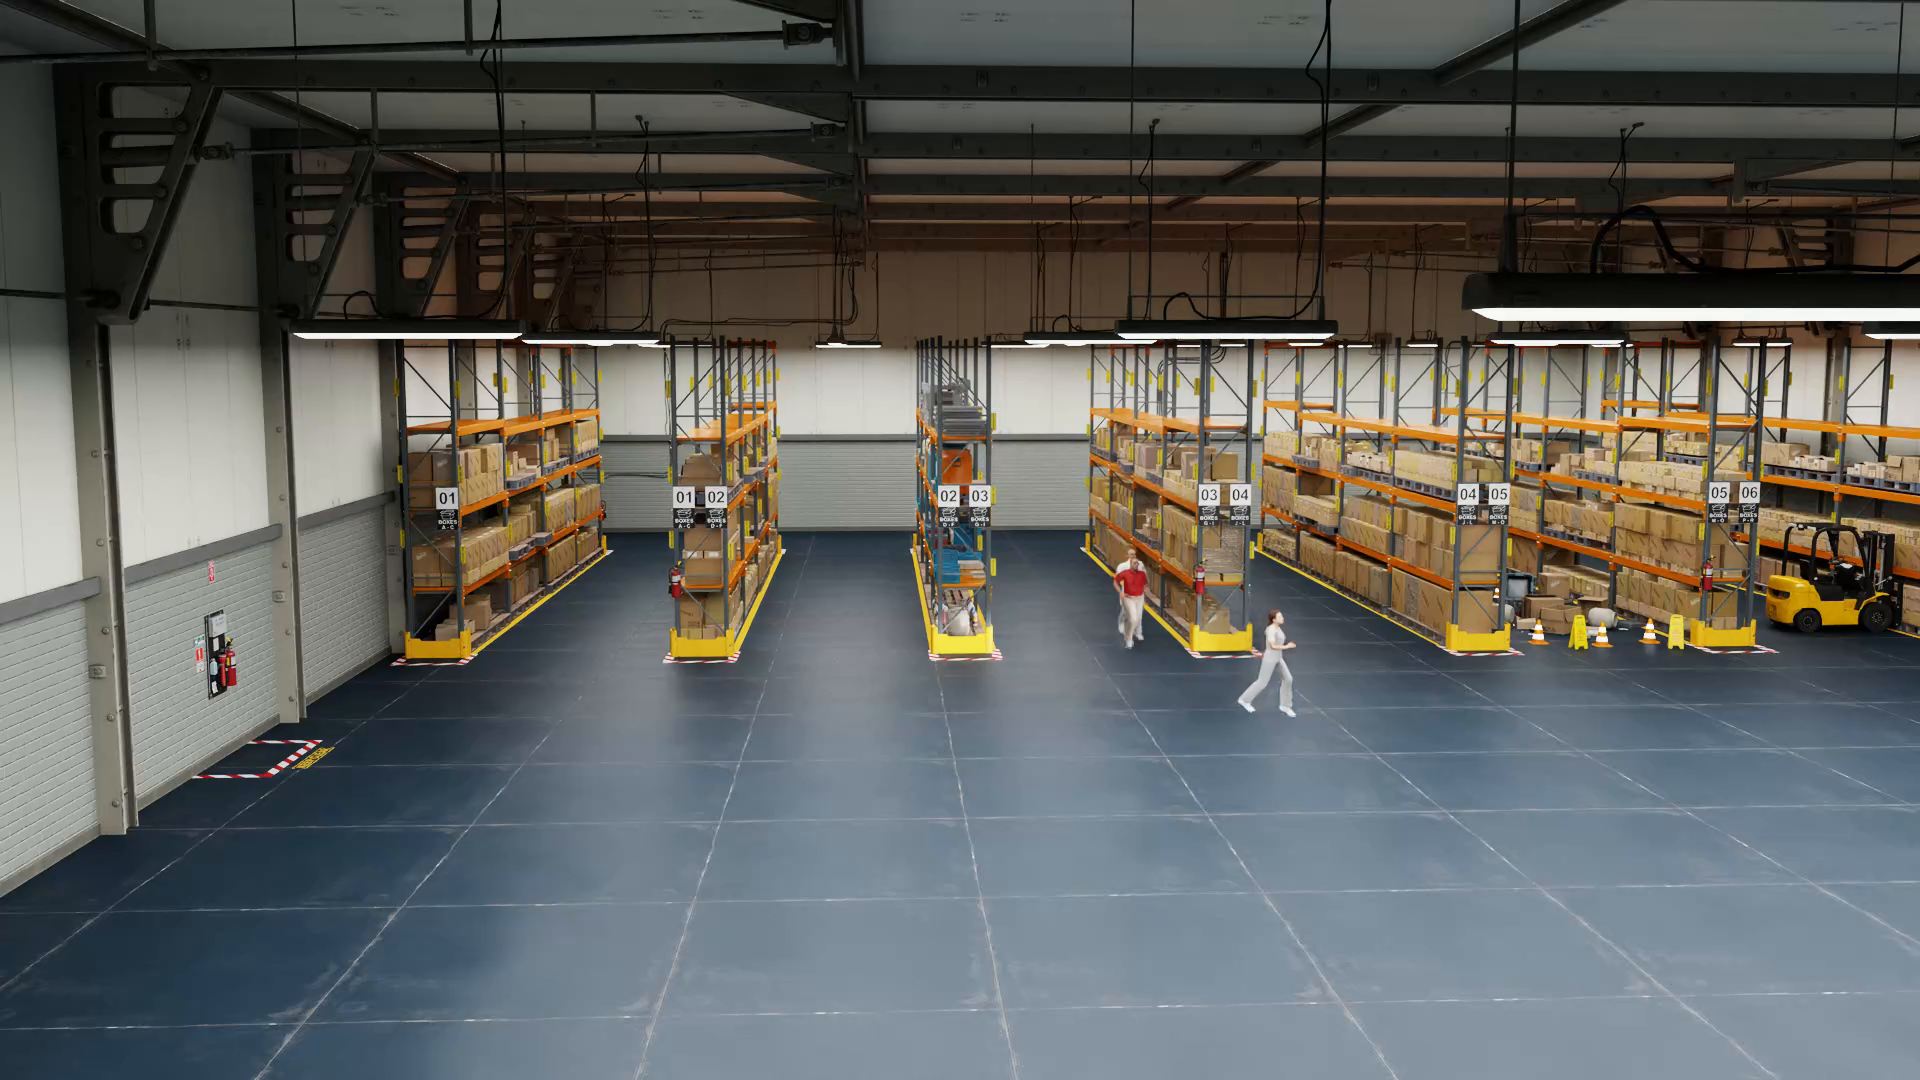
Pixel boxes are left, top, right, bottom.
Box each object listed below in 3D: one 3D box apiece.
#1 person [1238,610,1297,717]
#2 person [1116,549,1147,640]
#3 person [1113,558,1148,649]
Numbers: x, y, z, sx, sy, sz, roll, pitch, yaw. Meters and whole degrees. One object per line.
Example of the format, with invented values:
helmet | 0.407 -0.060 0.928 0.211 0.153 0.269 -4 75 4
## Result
person | 4.860 1.930 26.171 0.902 1.703 0.575 3 7 27
person | 3.424 1.059 33.149 0.714 1.755 1.049 -1 7 -11
person | 3.357 1.233 32.222 0.635 1.780 0.759 -3 7 -24
